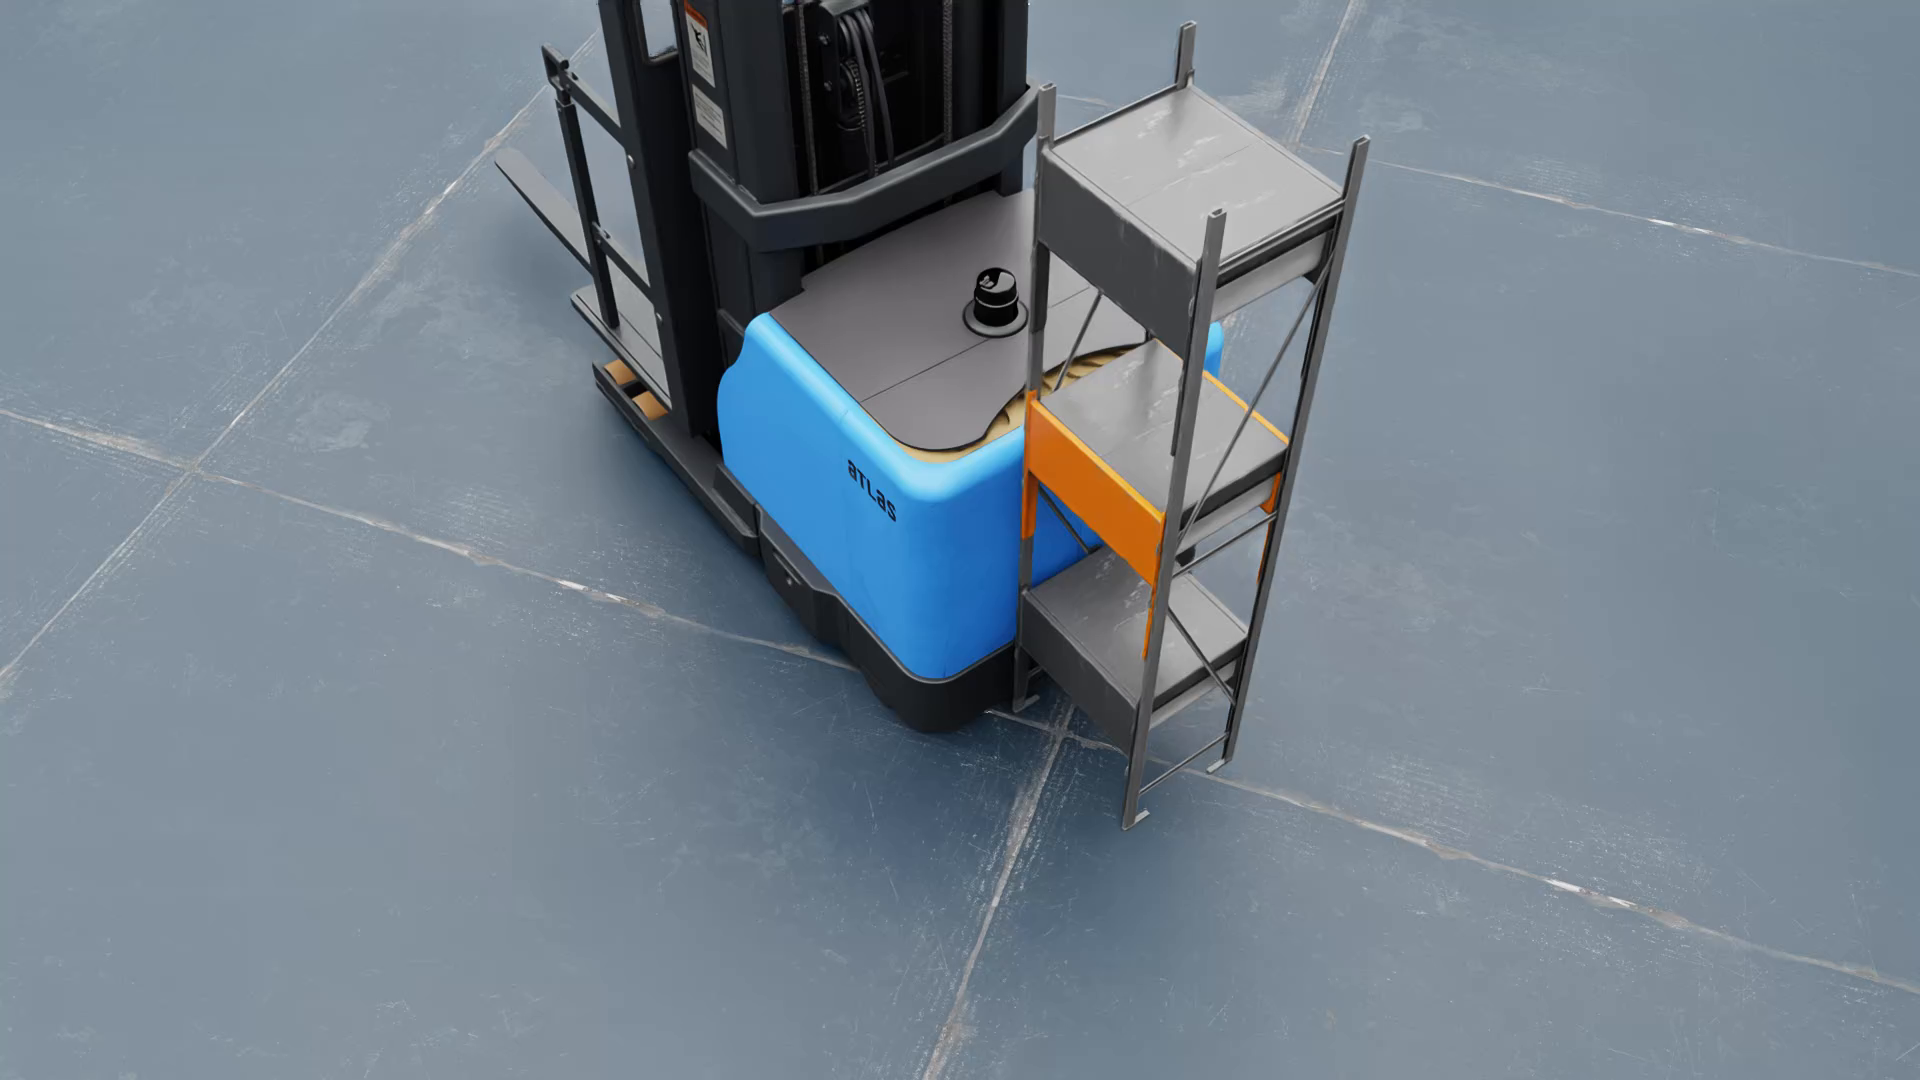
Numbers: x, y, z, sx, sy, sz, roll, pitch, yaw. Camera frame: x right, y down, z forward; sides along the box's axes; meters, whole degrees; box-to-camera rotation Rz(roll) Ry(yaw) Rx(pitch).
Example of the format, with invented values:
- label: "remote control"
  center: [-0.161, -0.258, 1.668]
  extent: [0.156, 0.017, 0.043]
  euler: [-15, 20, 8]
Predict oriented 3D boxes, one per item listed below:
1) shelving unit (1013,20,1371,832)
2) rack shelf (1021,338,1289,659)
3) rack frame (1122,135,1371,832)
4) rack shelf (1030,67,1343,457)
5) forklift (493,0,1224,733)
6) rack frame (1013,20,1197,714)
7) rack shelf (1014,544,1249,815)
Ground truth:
- label: "shelving unit"
  center: [0.463, -0.130, 3.973]
  extent: [0.431, 2.100, 0.503]
  euler: [-29, 55, -23]
- label: "rack shelf"
  center: [0.463, -0.121, 3.983]
  extent: [0.431, 0.518, 0.480]
  euler: [-29, 55, -23]
- label: "rack frame"
  center: [0.608, 0.018, 3.845]
  extent: [0.400, 2.100, 0.015]
  euler: [-29, 55, -23]
- label: "rack shelf"
  center: [0.463, -0.580, 3.454]
  extent: [0.431, 0.518, 0.480]
  euler: [-29, 55, -23]
- label: "forklift"
  center: [-0.573, -1.490, 4.602]
  extent: [1.130, 2.935, 3.031]
  euler: [-29, 55, -23]
- label: "rack frame"
  center: [0.318, -0.278, 4.101]
  extent: [0.400, 2.100, 0.015]
  euler: [-29, 55, -23]
- label: "rack shelf"
  center: [0.463, 0.337, 4.512]
  extent: [0.431, 0.518, 0.480]
  euler: [-29, 55, -23]
